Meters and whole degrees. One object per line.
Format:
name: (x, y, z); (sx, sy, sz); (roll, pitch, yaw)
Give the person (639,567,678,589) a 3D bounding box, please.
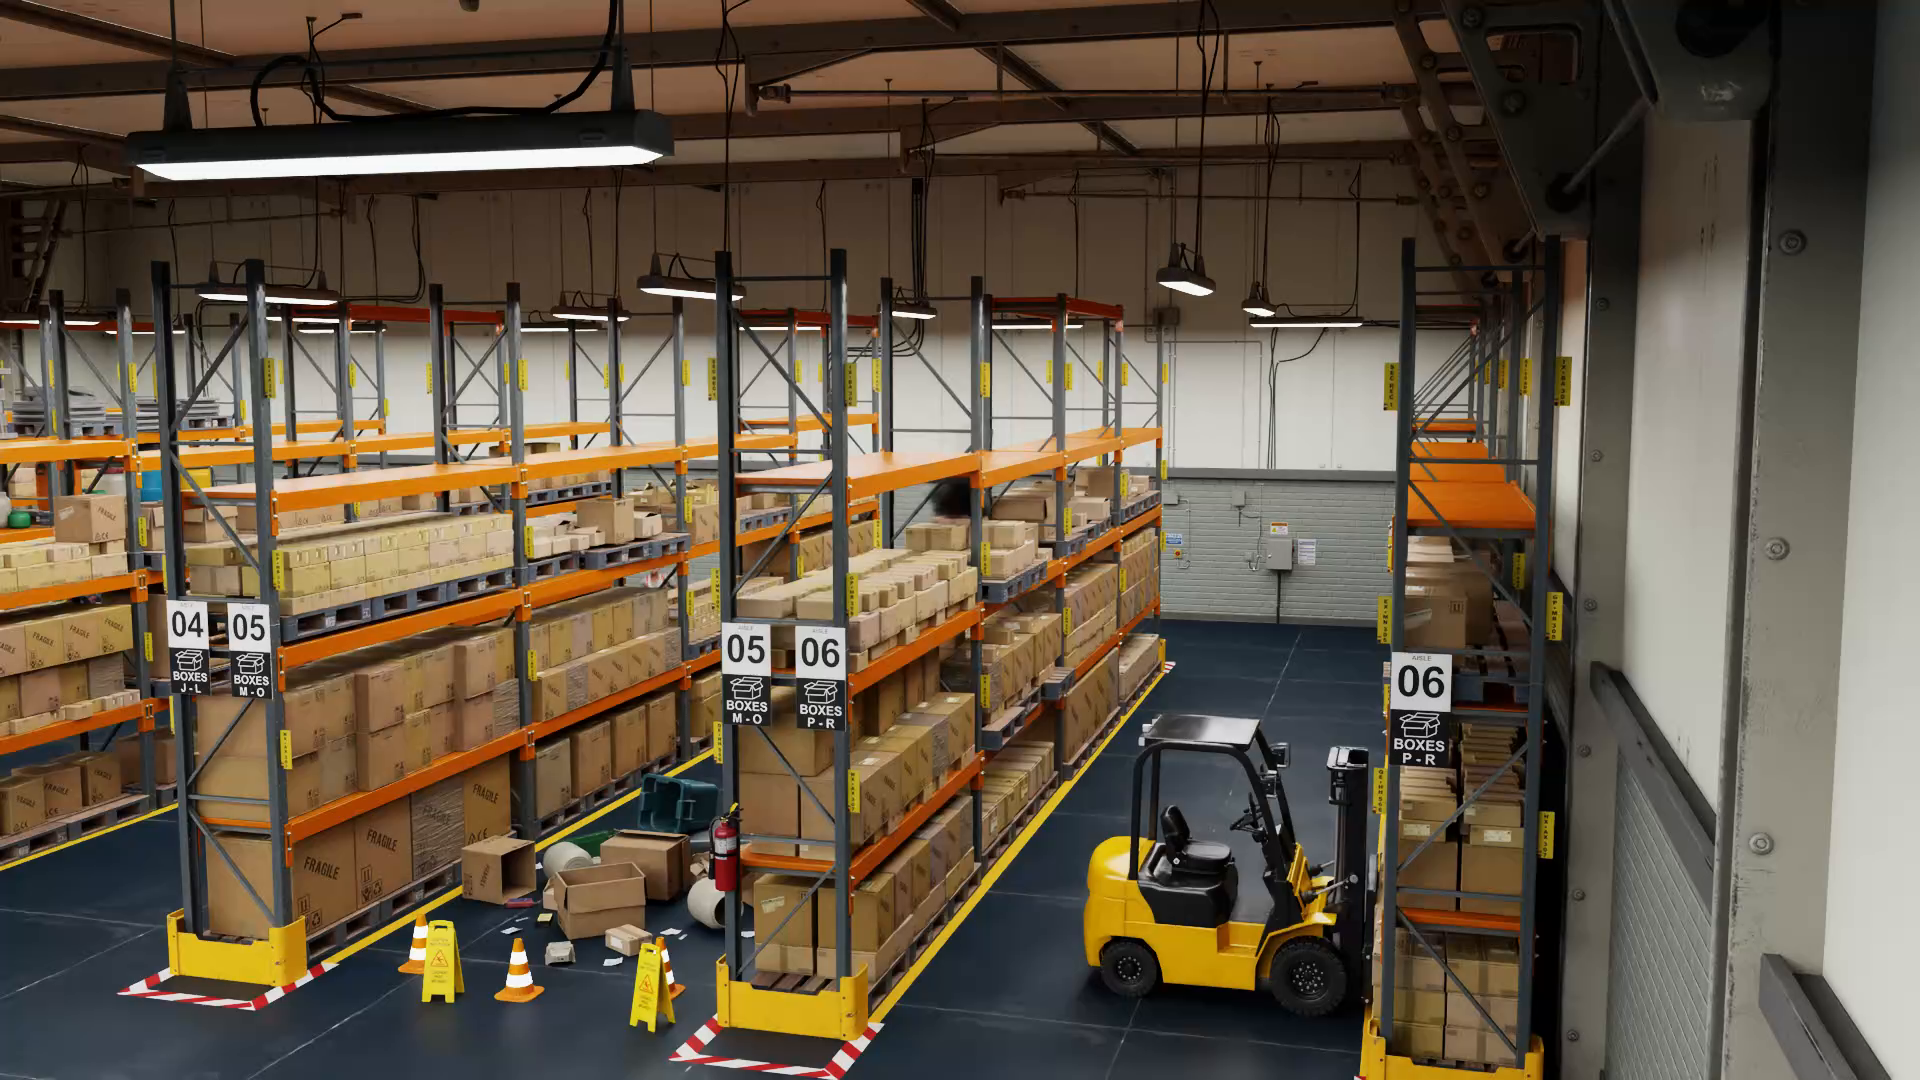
person: (-5.309, 1.212, 29.113); (0.687, 1.737, 0.527); (0, 6, 4)
